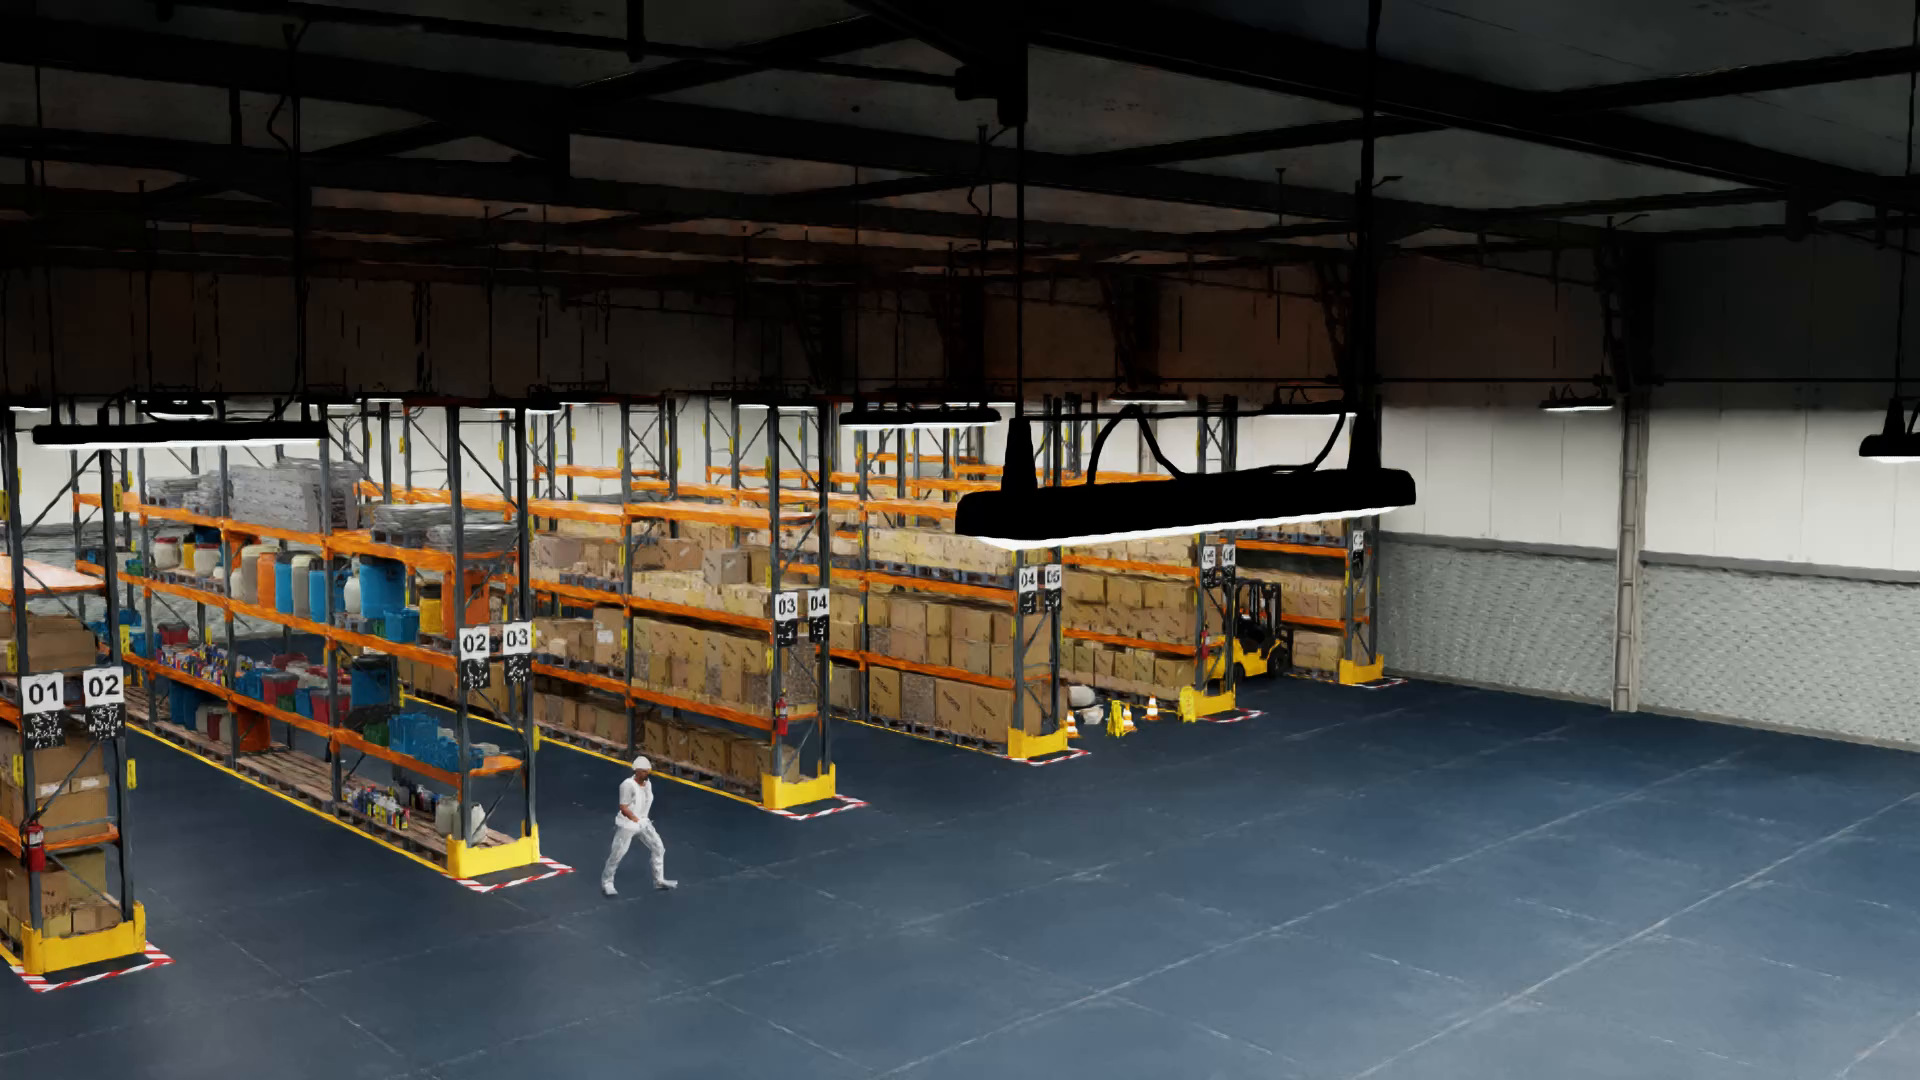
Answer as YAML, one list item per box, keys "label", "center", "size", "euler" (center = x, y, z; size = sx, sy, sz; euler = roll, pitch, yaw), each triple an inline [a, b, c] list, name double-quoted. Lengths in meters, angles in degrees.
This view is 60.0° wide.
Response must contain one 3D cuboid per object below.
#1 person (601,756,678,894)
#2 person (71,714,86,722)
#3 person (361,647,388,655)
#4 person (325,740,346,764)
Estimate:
- label: "person"
  center: [-3.997, 3.489, 20.442]
  size: [0.817, 1.713, 0.702]
  euler: [3, 6, 28]
- label: "person"
  center: [-14.003, 2.910, 26.541]
  size: [0.555, 1.725, 1.029]
  euler: [-5, 8, -44]
- label: "person"
  center: [-11.154, 2.452, 31.838]
  size: [0.526, 1.629, 0.592]
  euler: [5, 8, 45]
- label: "person"
  center: [-10.208, 2.902, 27.137]
  size: [0.352, 1.595, 0.581]
  euler: [-2, 6, -22]
